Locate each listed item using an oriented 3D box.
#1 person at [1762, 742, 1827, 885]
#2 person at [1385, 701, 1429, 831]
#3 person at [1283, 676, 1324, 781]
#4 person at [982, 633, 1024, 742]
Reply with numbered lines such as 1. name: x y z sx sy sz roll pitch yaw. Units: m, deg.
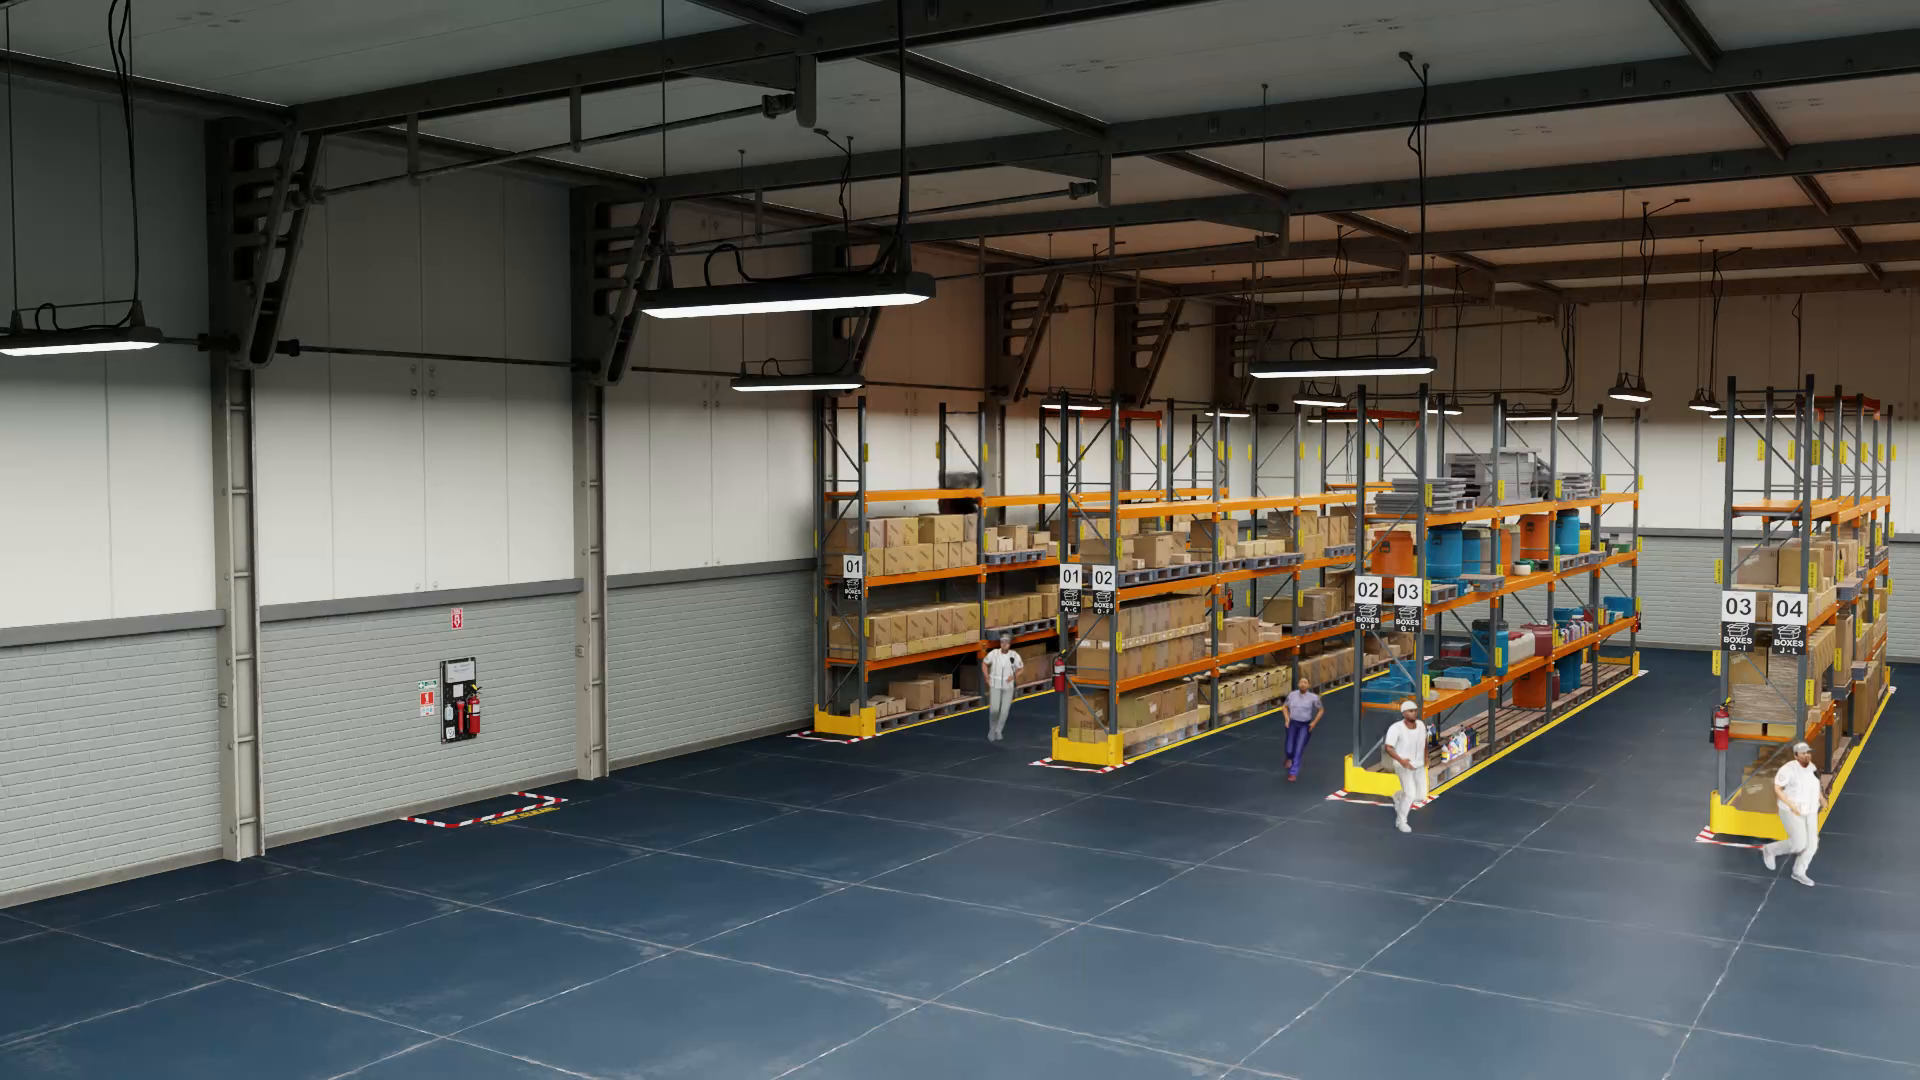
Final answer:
1. person: 9.806 3.176 19.483 0.604 1.646 0.605 -1 3 -18
2. person: 5.956 2.988 22.091 0.731 1.729 0.651 -1 3 -23
3. person: 5.254 2.883 25.507 0.635 1.577 0.617 1 3 20
4. person: 0.707 2.433 27.363 0.695 1.806 0.500 0 3 1
